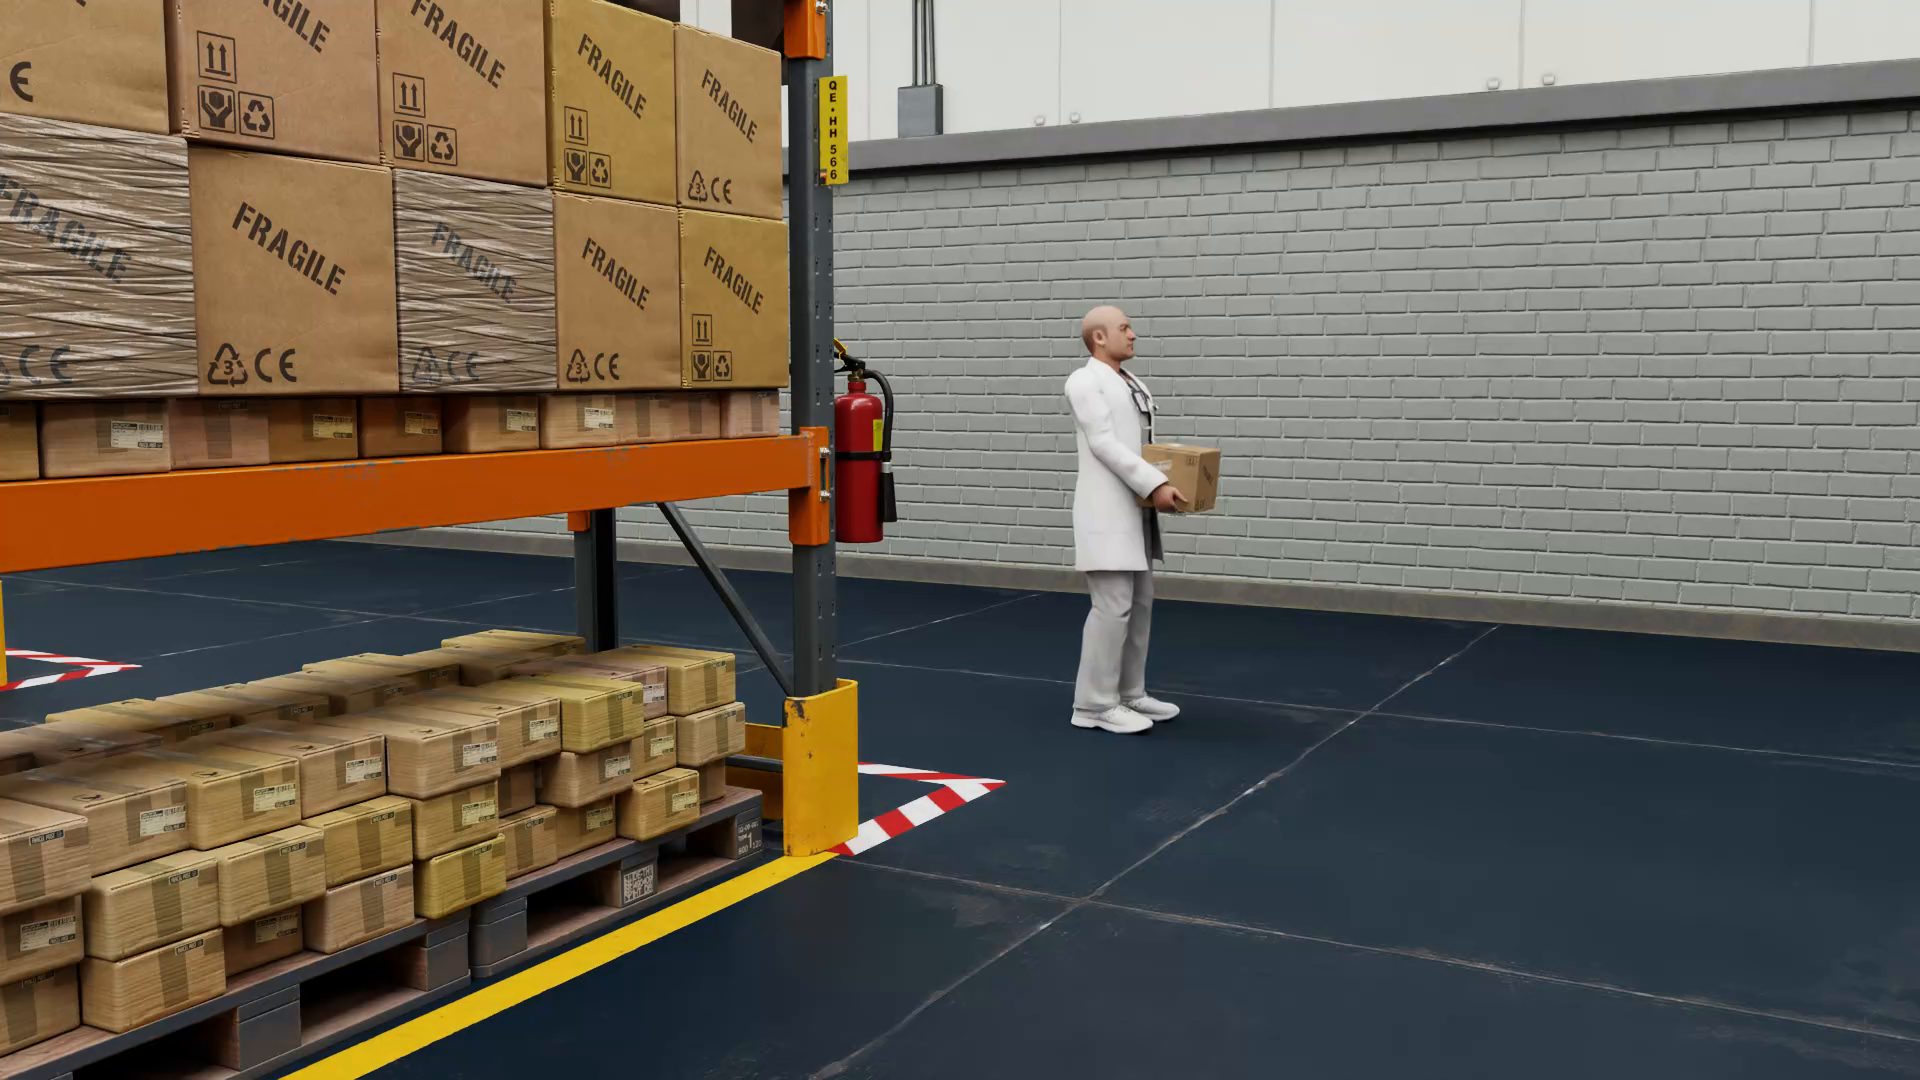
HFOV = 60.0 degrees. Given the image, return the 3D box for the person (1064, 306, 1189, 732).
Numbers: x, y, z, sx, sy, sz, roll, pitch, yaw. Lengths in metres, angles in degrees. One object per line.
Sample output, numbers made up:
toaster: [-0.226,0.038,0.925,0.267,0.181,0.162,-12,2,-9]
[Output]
person: [0.753,-0.095,7.003,0.554,1.773,0.531,3,7,28]
